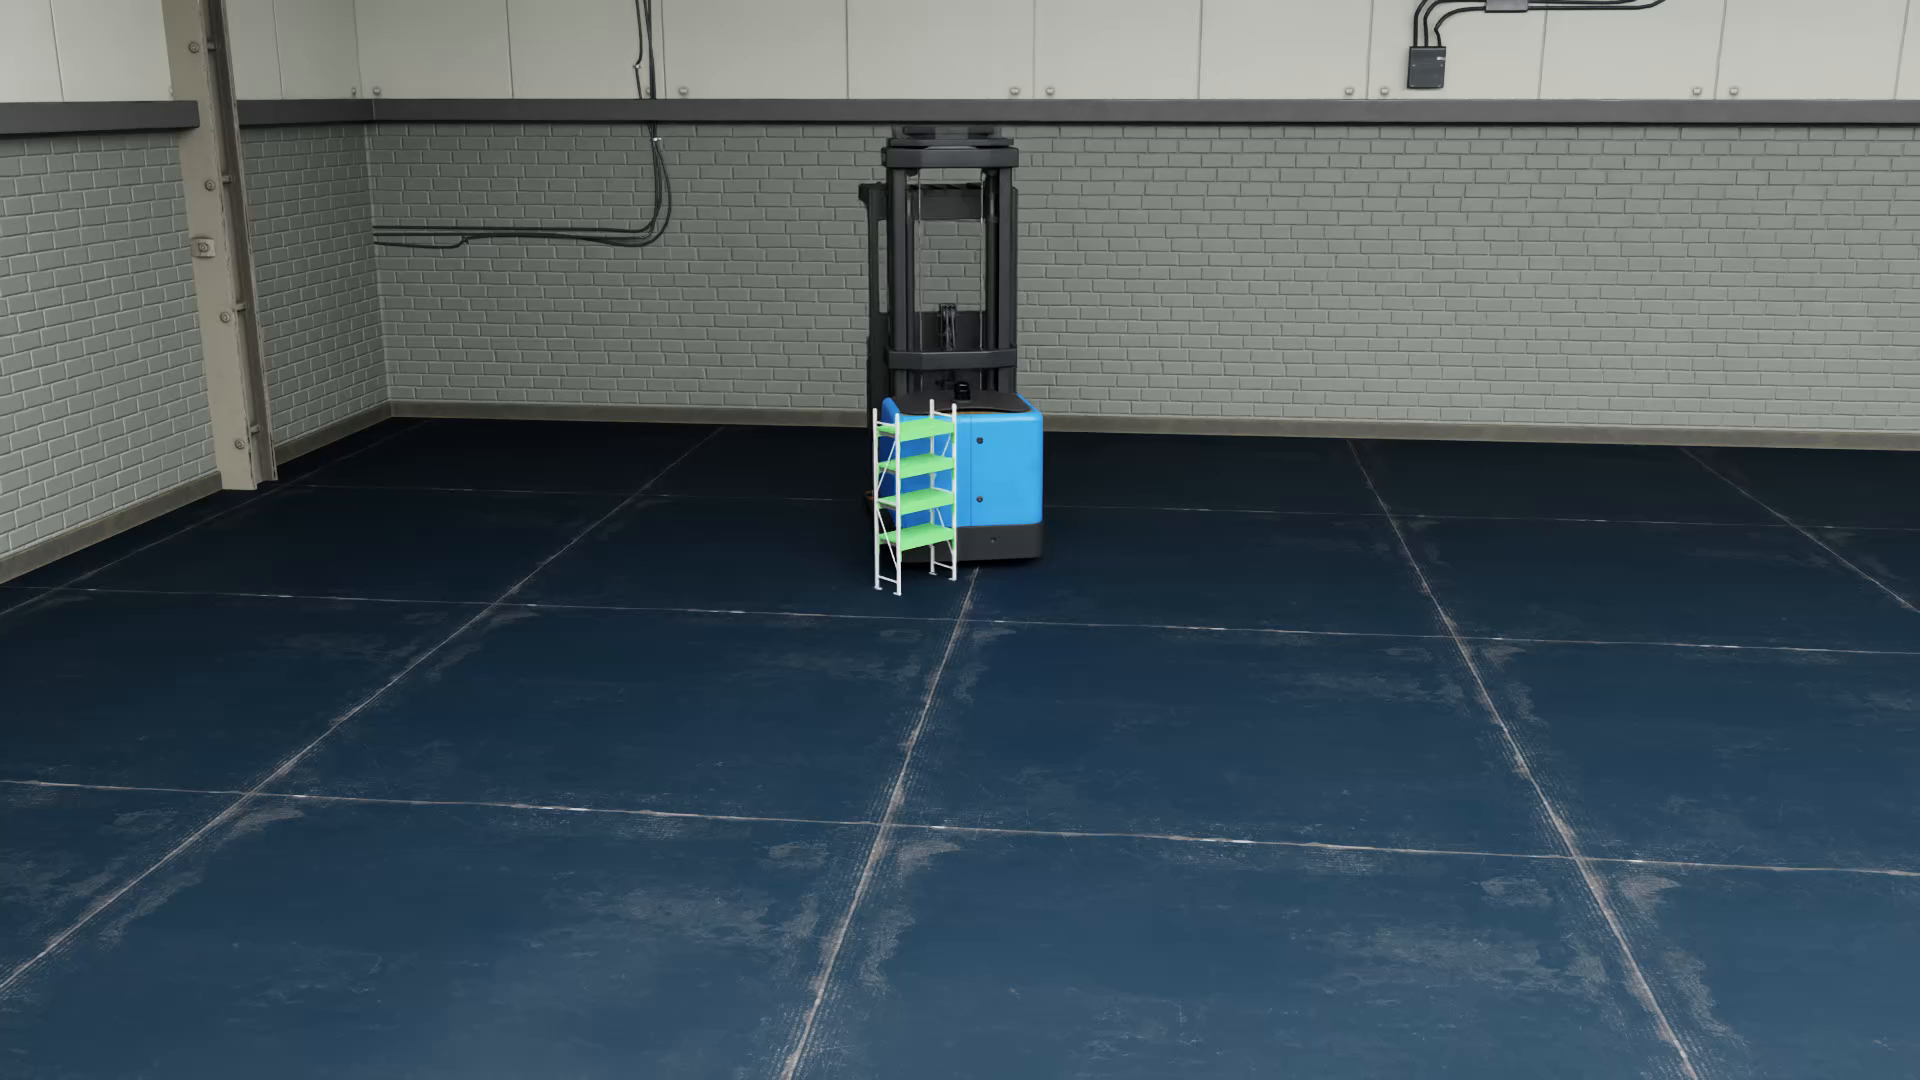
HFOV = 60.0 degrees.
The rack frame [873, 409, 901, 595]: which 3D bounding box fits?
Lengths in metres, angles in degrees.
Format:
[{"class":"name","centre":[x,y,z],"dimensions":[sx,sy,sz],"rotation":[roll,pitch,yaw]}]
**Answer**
[{"class":"rack frame","centre":[-0.472,-0.242,10.758],"dimensions":[0.015,1.200,0.240],"rotation":[-13,20,-41]}]

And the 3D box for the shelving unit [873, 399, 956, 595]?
[{"class":"shelving unit","centre":[-0.292,-0.285,10.918],"dimensions":[0.503,1.200,0.258],"rotation":[-13,20,-41]}]

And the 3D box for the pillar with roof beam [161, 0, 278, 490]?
[{"class":"pillar with roof beam","centre":[-1.664,-4.685,12.249],"dimensions":[9.100,9.000,0.400],"rotation":[2,15,6]}]

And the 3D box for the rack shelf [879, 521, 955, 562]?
[{"class":"rack shelf","centre":[-0.292,0.008,10.997],"dimensions":[0.480,0.148,0.258],"rotation":[-13,20,-41]}]

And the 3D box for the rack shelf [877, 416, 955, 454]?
[{"class":"rack shelf","centre":[-0.292,-0.687,10.809],"dimensions":[0.480,0.148,0.258],"rotation":[-13,20,-41]}]

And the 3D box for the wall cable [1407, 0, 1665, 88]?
[{"class":"wall cable","centre":[5.136,-6.895,13.906],"dimensions":[2.305,6.003,0.169],"rotation":[2,15,6]}]

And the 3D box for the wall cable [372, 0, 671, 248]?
[{"class":"wall cable","centre":[-4.295,-4.038,15.804],"dimensions":[3.097,2.526,0.112],"rotation":[2,15,6]}]

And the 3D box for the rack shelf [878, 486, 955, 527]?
[{"class":"rack shelf","centre":[-0.292,-0.223,10.934],"dimensions":[0.480,0.148,0.258],"rotation":[-13,20,-41]}]

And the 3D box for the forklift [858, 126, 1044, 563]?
[{"class":"forklift","centre":[-0.164,-1.595,12.447],"dimensions":[1.130,2.935,3.031],"rotation":[-2,15,-9]}]

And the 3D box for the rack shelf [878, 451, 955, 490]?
[{"class":"rack shelf","centre":[-0.292,-0.455,10.872],"dimensions":[0.480,0.148,0.258],"rotation":[-13,20,-41]}]

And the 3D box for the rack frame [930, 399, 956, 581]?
[{"class":"rack frame","centre":[-0.113,-0.328,11.077],"dimensions":[0.015,1.200,0.240],"rotation":[-13,20,-41]}]
